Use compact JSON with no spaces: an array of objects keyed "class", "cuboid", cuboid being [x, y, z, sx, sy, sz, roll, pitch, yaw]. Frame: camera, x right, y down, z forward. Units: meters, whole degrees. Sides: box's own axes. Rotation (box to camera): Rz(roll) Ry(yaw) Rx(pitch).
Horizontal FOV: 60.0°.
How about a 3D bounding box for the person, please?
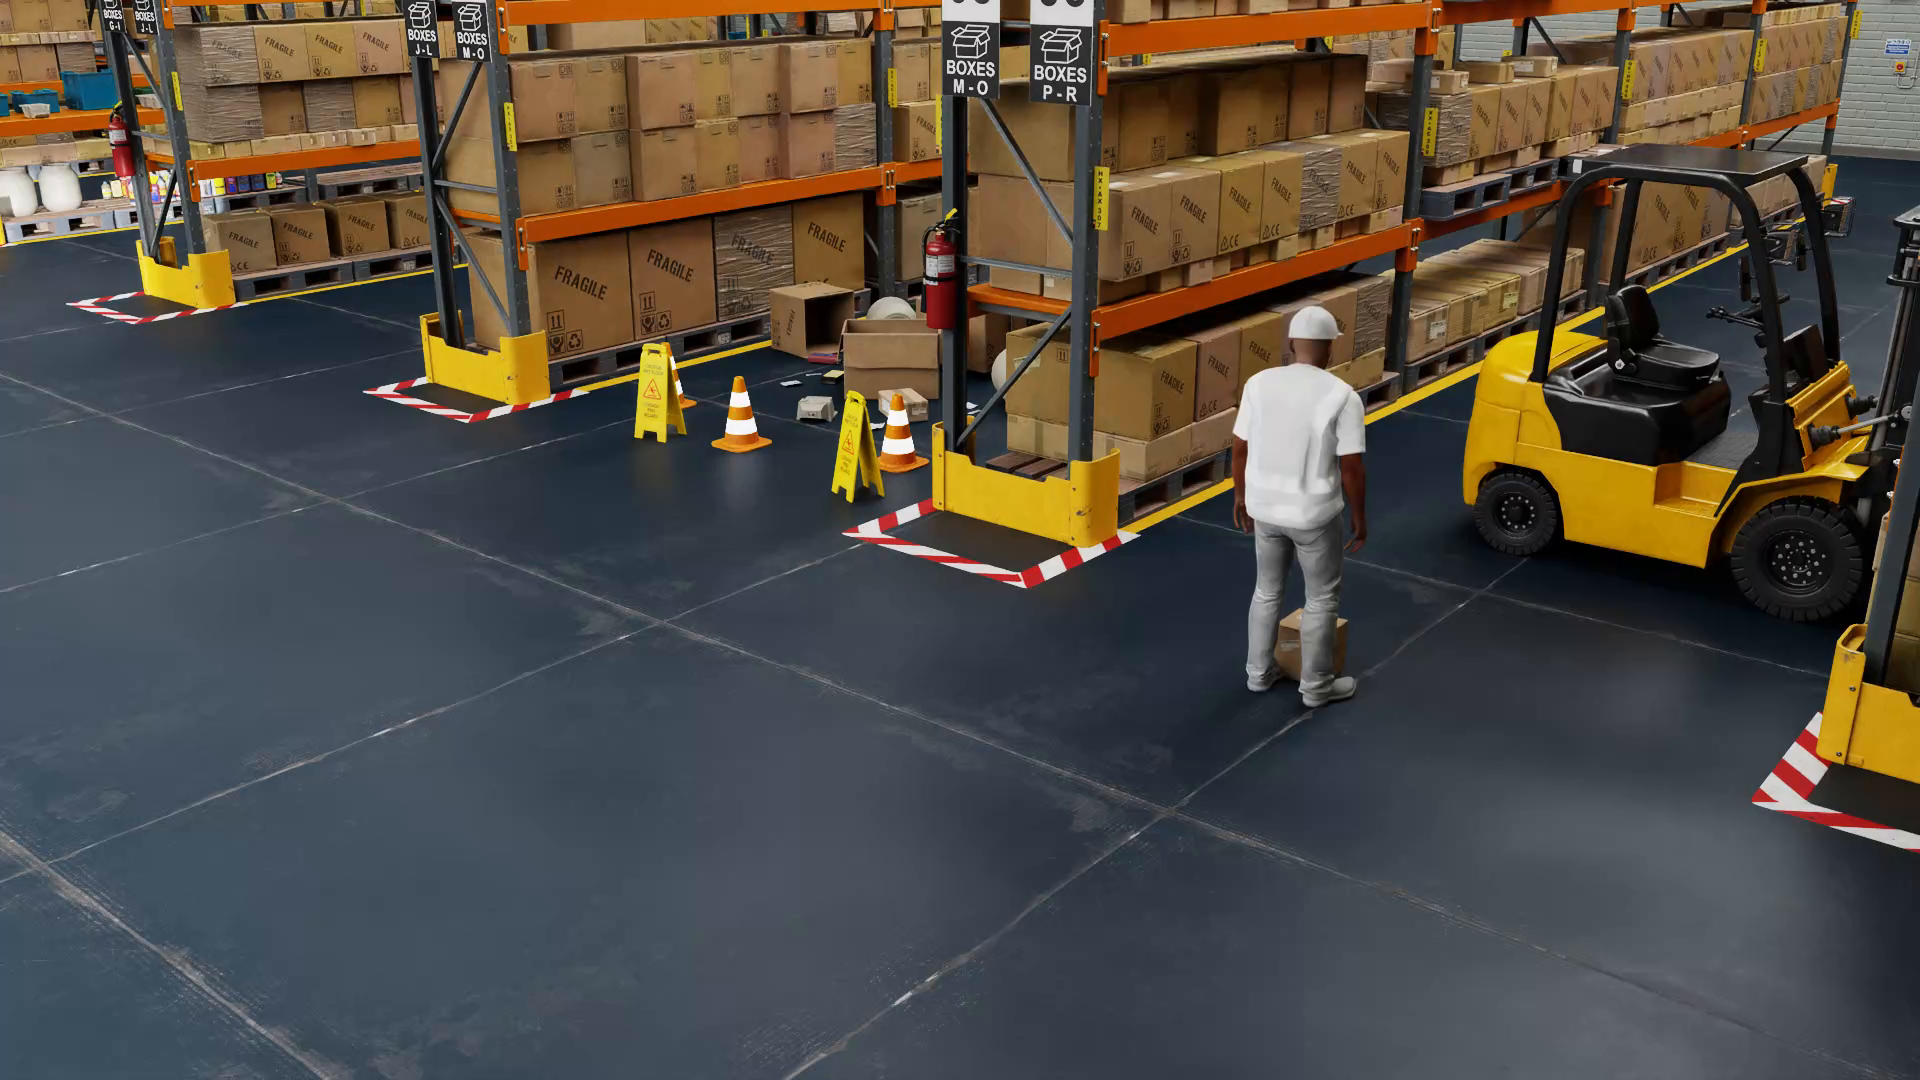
[{"class":"person","cuboid":[1.492,-0.145,7.308,0.627,1.755,0.462,14,24,34]}]
